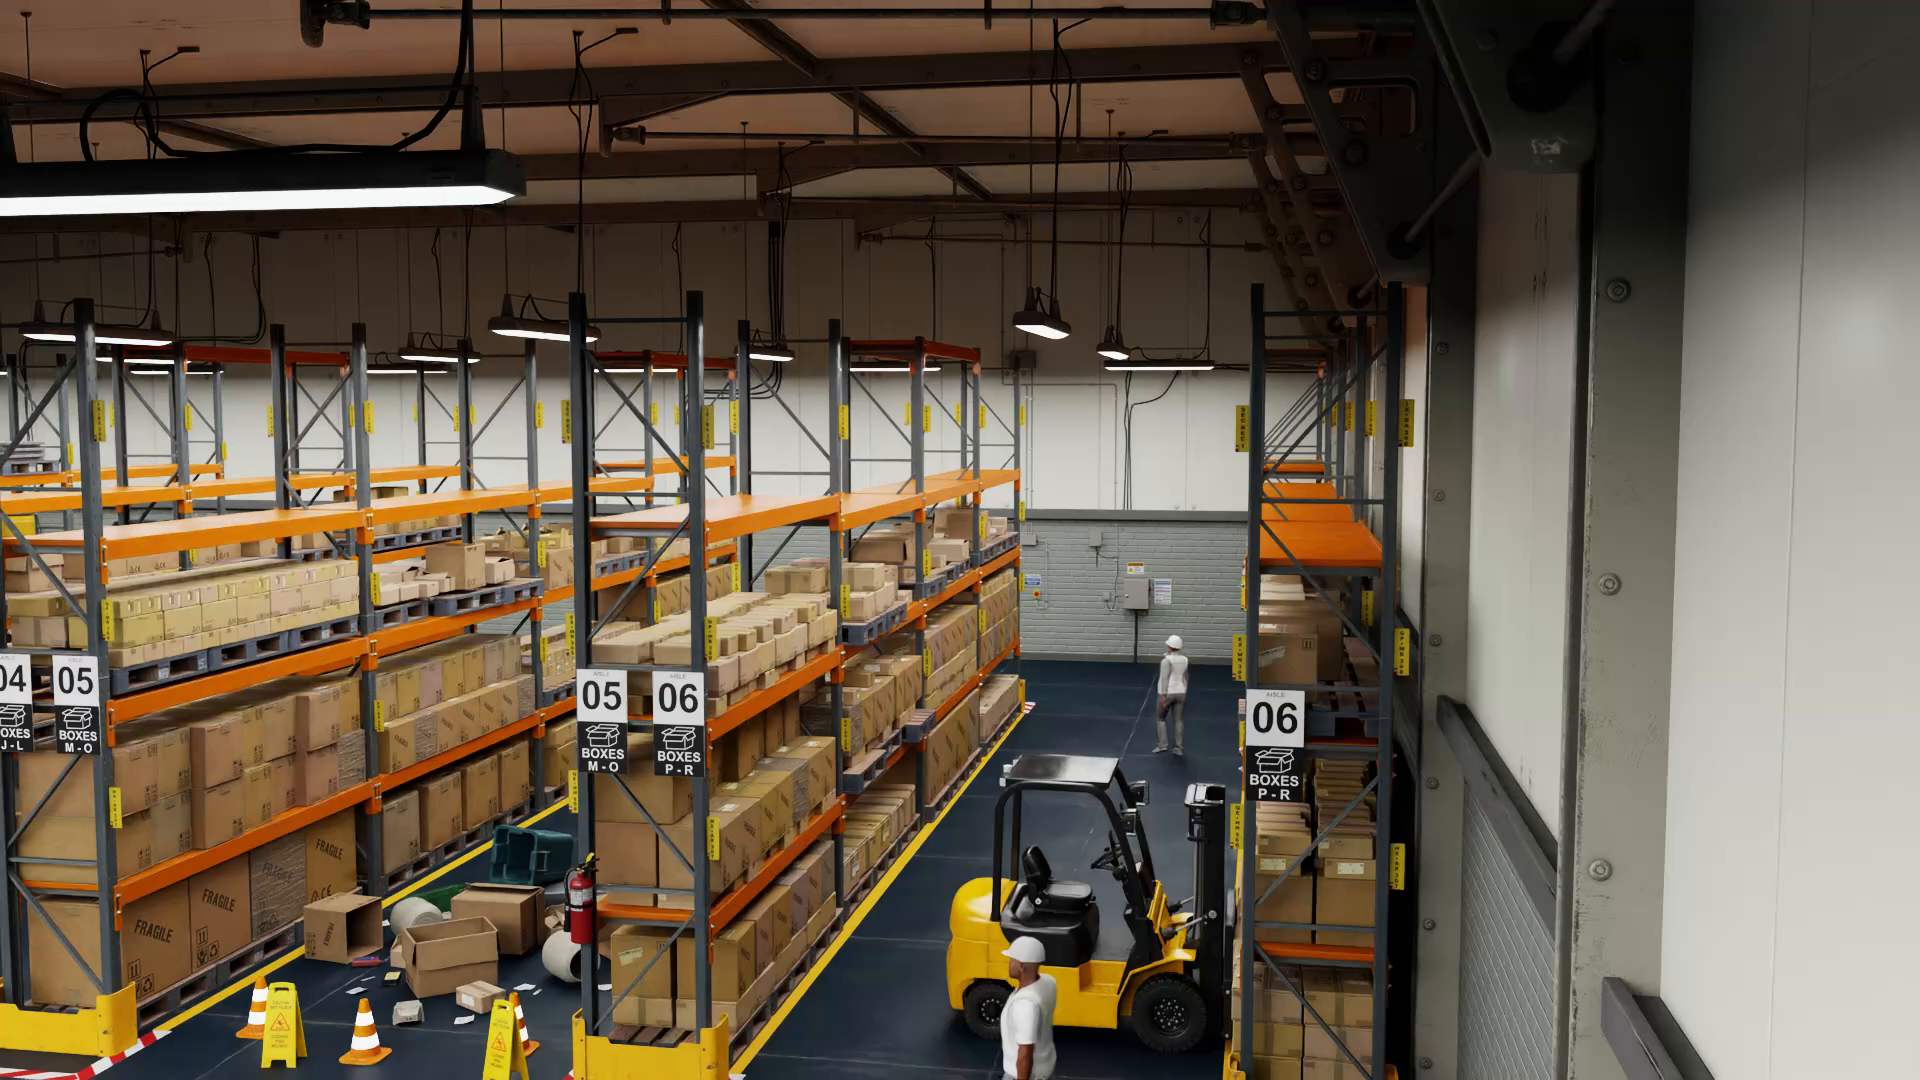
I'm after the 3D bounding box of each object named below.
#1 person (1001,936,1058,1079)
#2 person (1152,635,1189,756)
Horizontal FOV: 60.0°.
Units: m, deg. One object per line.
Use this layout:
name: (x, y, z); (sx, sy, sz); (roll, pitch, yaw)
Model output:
person: (0.445, 3.428, 10.762); (0.890, 1.746, 0.594); (1, 5, 16)
person: (3.191, 2.319, 24.656); (0.533, 1.810, 0.581); (-1, 5, -17)
